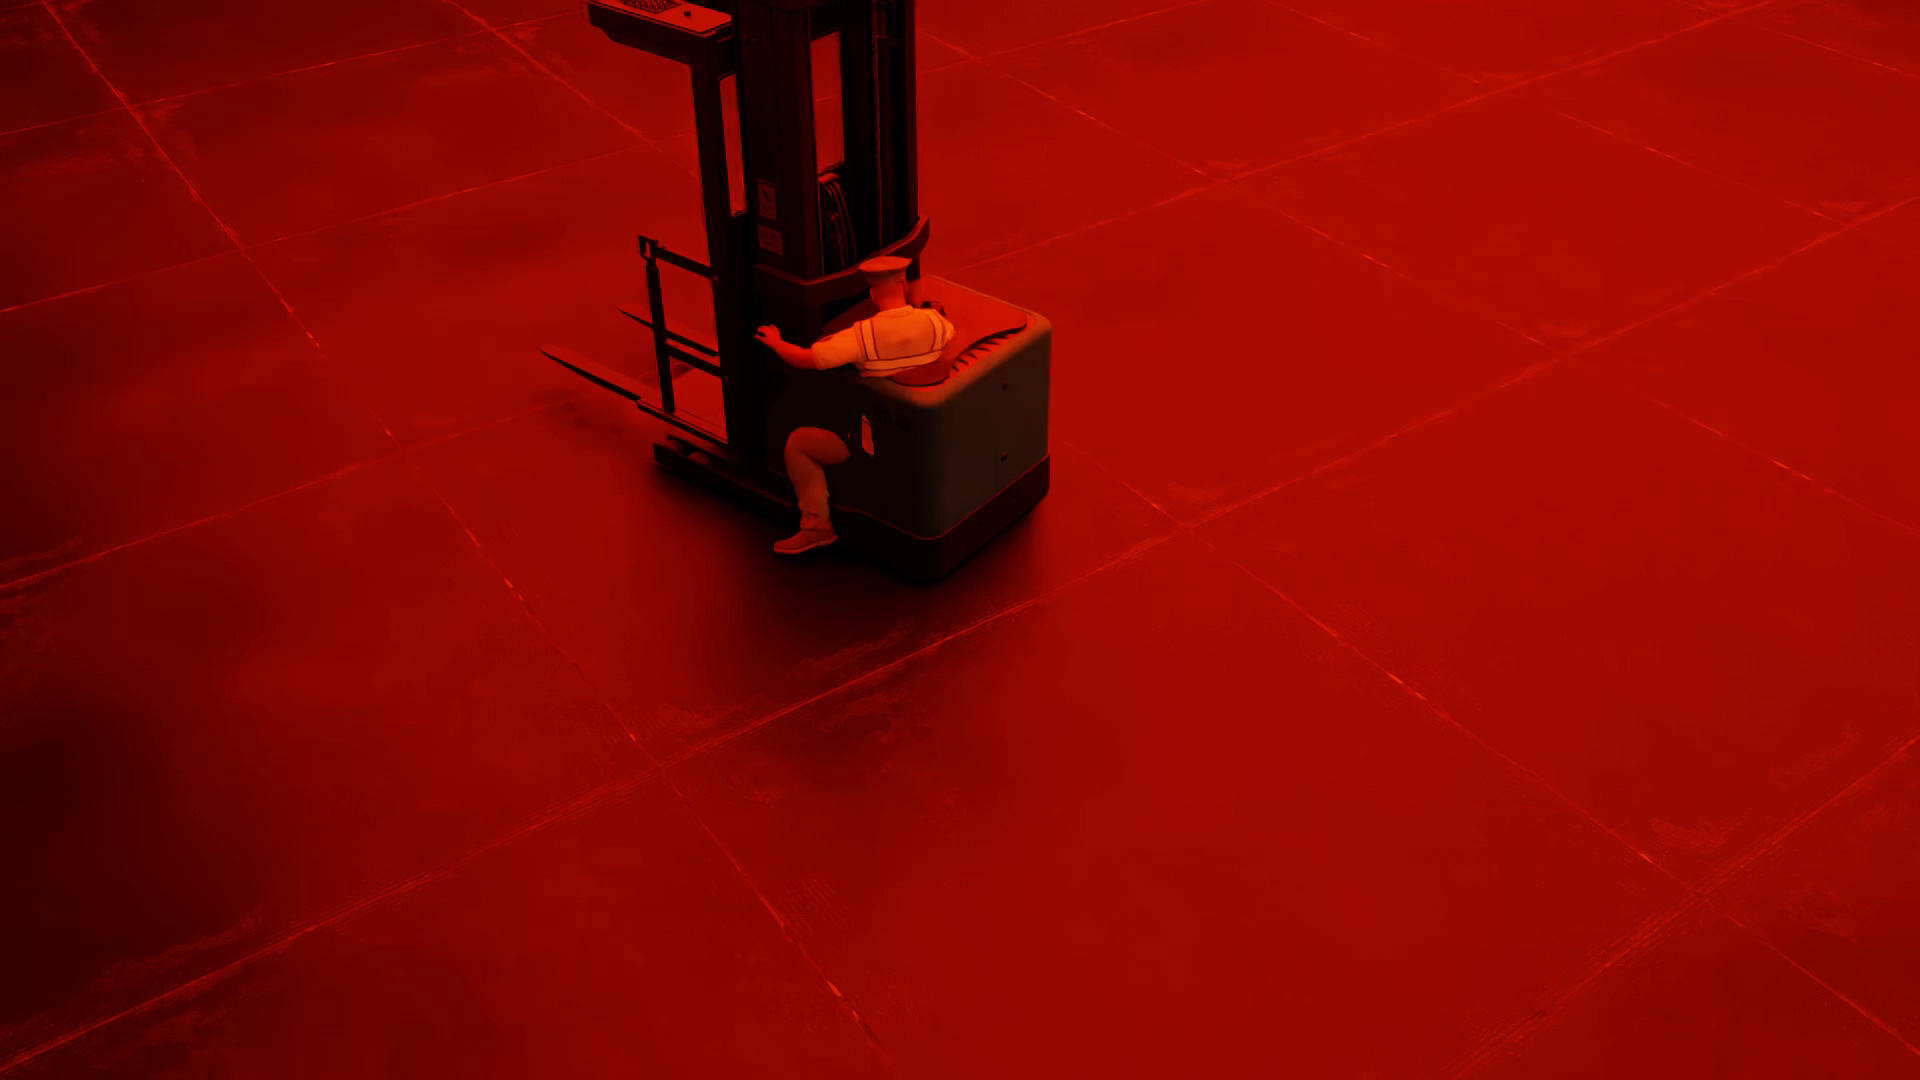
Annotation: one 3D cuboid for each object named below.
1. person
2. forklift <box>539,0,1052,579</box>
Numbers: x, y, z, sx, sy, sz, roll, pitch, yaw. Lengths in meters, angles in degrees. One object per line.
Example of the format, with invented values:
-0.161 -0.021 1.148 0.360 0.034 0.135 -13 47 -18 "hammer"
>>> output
-0.419 -0.686 8.054 1.153 1.520 0.740 -14 39 -18 "person"
-1.011 -1.704 8.249 3.031 2.935 1.130 25 43 30 "forklift"
